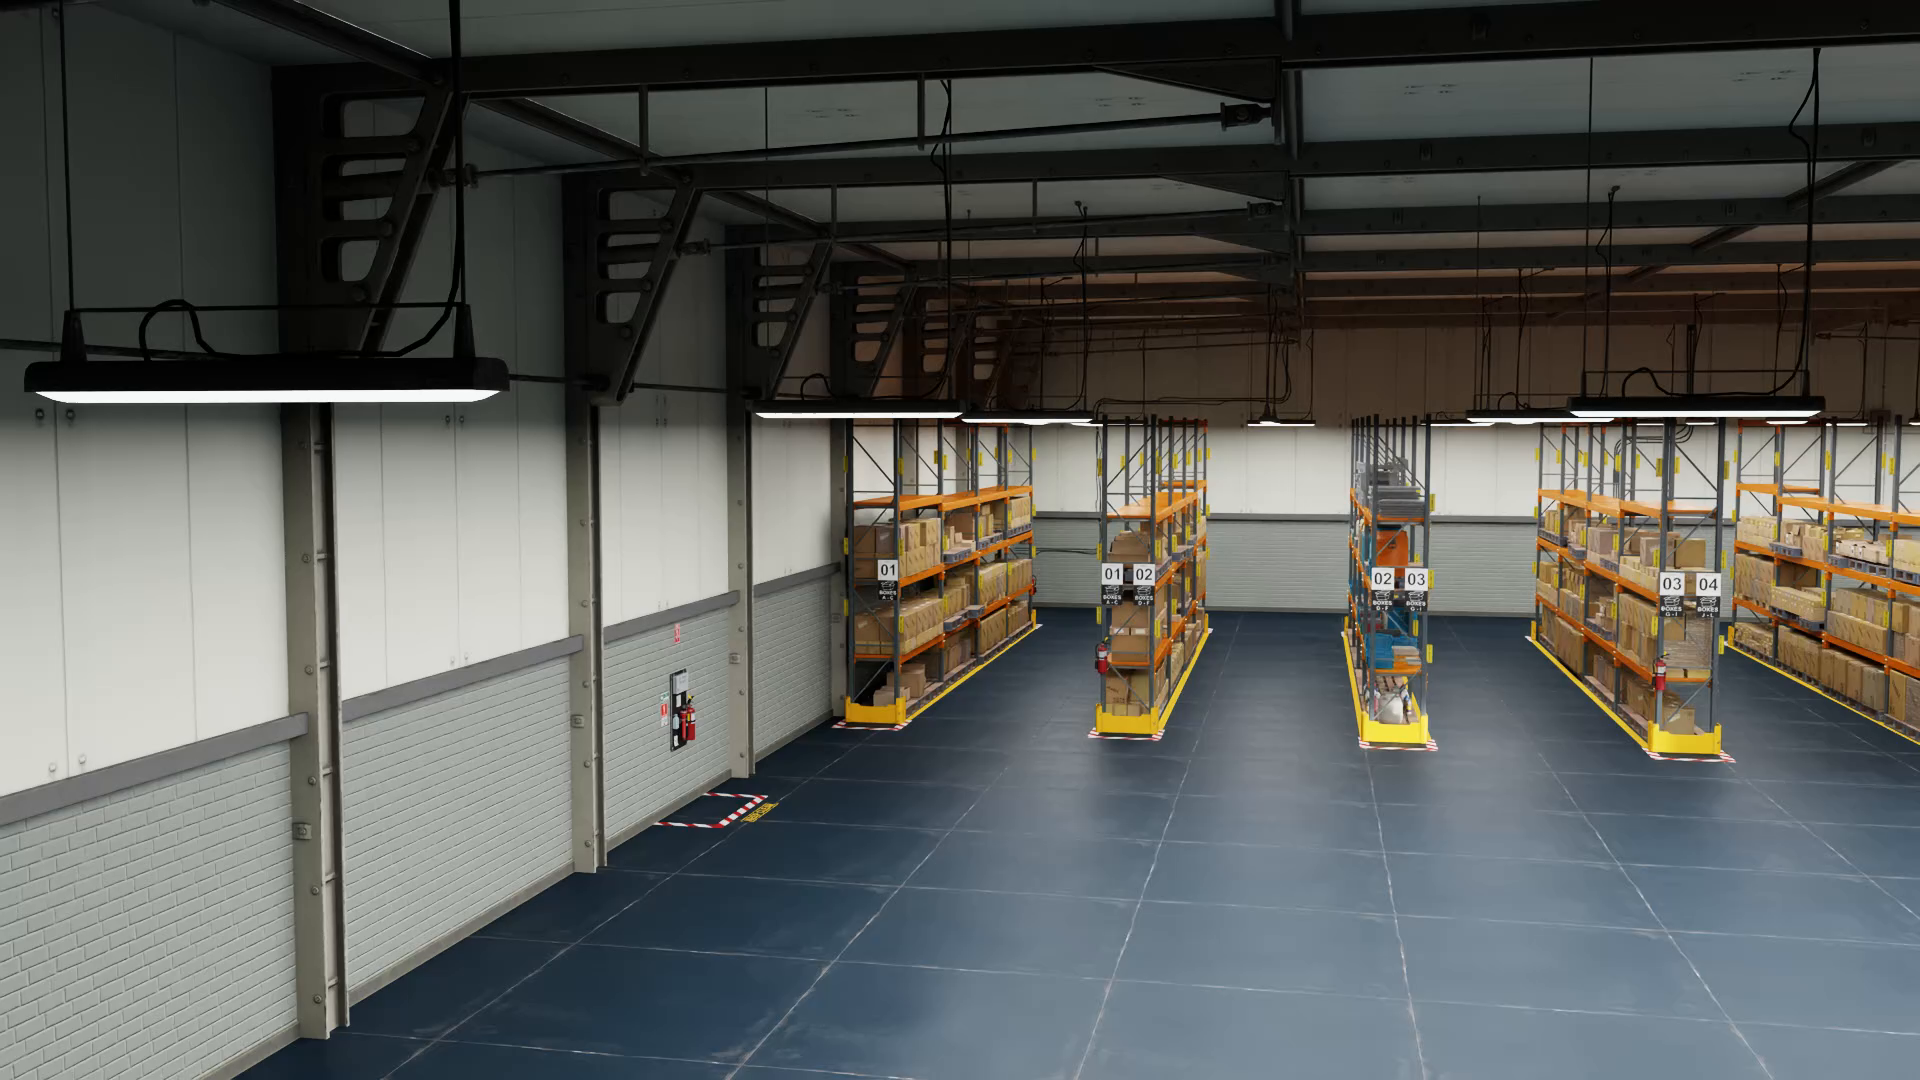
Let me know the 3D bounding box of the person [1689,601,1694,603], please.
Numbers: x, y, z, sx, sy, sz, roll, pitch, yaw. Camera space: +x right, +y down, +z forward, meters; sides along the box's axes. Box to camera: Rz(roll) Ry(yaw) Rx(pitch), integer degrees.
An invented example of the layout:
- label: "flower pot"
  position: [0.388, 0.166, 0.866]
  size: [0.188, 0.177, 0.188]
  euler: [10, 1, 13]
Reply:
- label: "person"
  position: [17.711, 2.154, 40.275]
  size: [0.545, 1.721, 1.064]
  euler: [1, 4, 14]

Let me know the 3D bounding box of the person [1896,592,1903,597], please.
- label: "person"
  position: [23.558, 2.108, 41.794]
  size: [0.466, 1.607, 0.918]
  euler: [-2, 4, -26]
